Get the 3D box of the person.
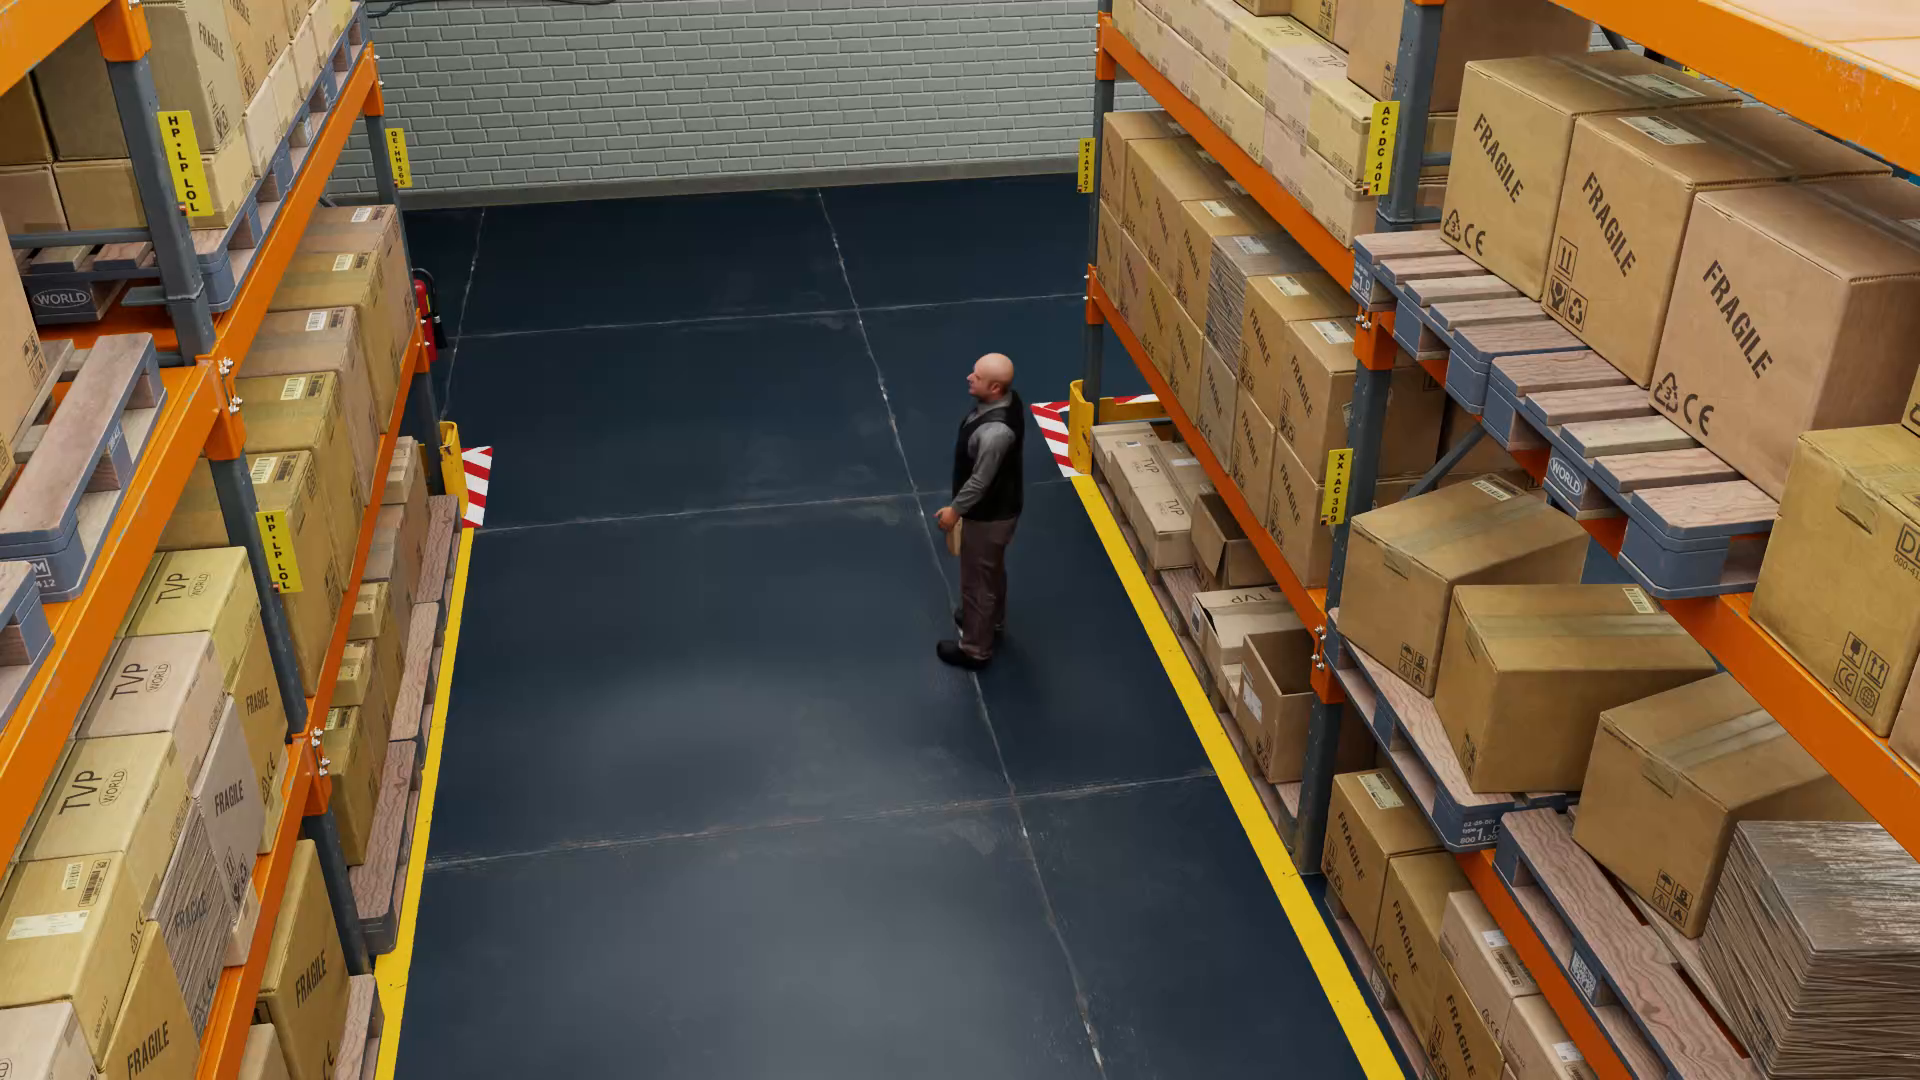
[{"bbox_3d":[0.102,-0.168,8.408,0.443,1.733,0.582,4,31,6],"label":"person"}]
